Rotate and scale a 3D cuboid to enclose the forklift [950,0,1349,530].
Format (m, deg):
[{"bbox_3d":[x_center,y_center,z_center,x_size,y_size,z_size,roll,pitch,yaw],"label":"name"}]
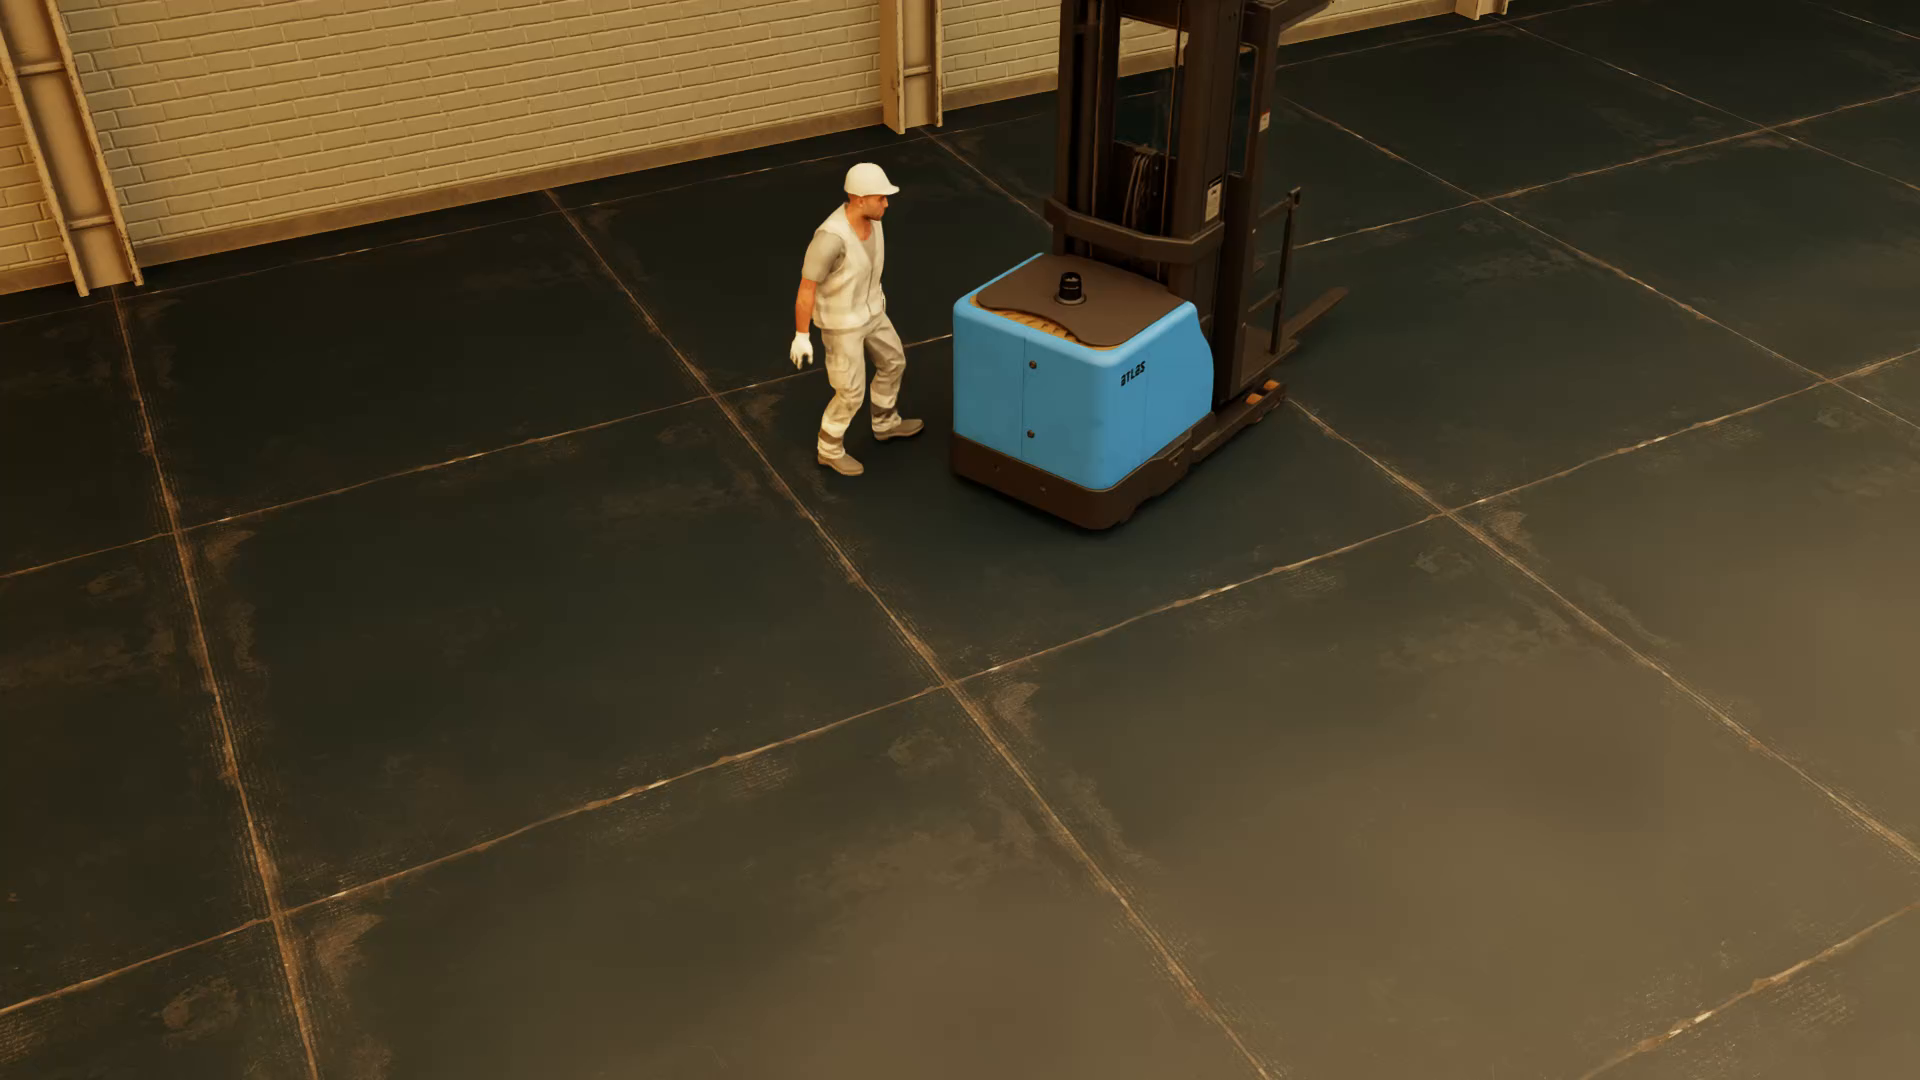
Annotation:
[{"bbox_3d":[1.257,-2.037,9.004,1.130,2.935,3.031,25,42,31],"label":"forklift"}]

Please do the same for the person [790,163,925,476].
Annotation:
[{"bbox_3d":[-0.533,-1.165,8.805,0.444,1.749,0.873,18,39,24],"label":"person"}]
